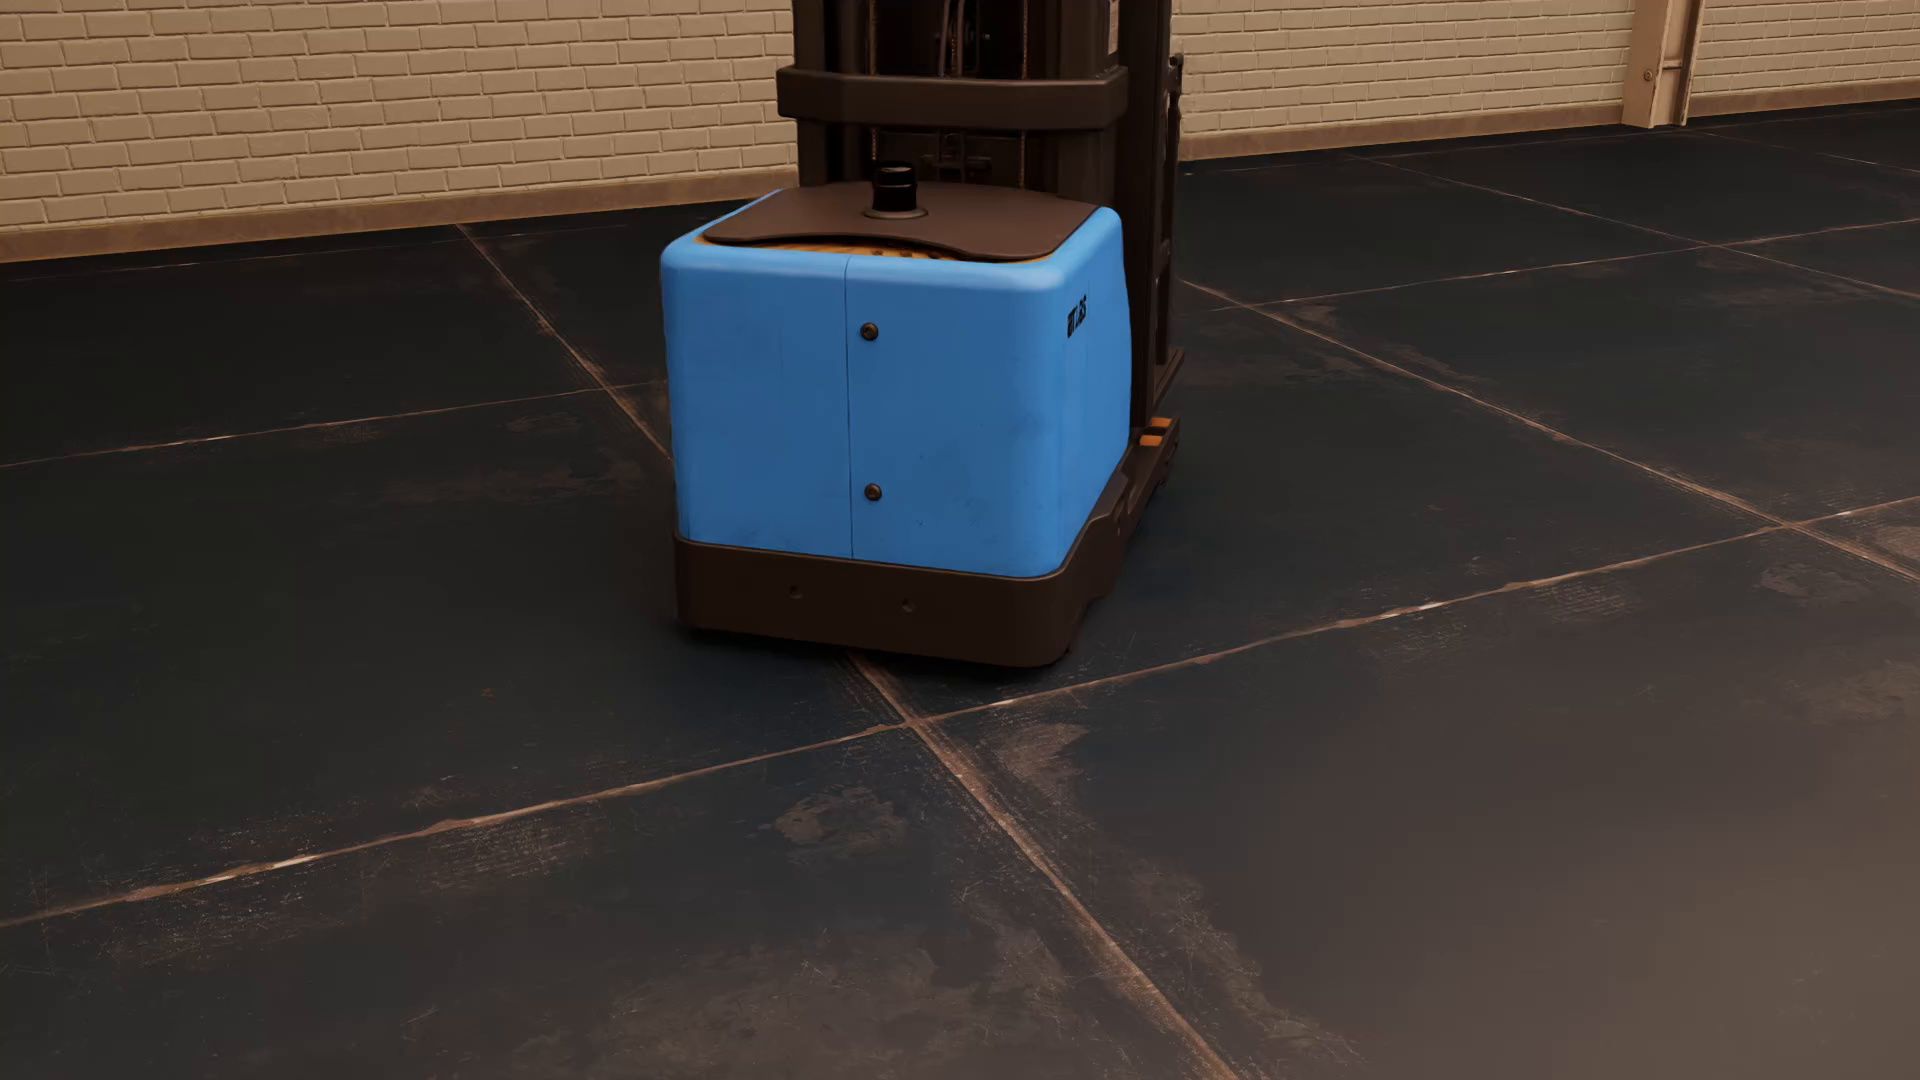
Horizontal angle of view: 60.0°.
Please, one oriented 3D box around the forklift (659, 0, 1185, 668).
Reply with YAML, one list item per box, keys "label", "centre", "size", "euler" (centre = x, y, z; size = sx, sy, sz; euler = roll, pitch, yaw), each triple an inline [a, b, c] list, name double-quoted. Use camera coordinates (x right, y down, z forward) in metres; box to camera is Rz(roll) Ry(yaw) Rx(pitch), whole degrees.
- label: "forklift"
  centre: [0.133, -1.572, 5.069]
  size: [1.130, 2.935, 3.031]
  euler: [6, 23, 14]
